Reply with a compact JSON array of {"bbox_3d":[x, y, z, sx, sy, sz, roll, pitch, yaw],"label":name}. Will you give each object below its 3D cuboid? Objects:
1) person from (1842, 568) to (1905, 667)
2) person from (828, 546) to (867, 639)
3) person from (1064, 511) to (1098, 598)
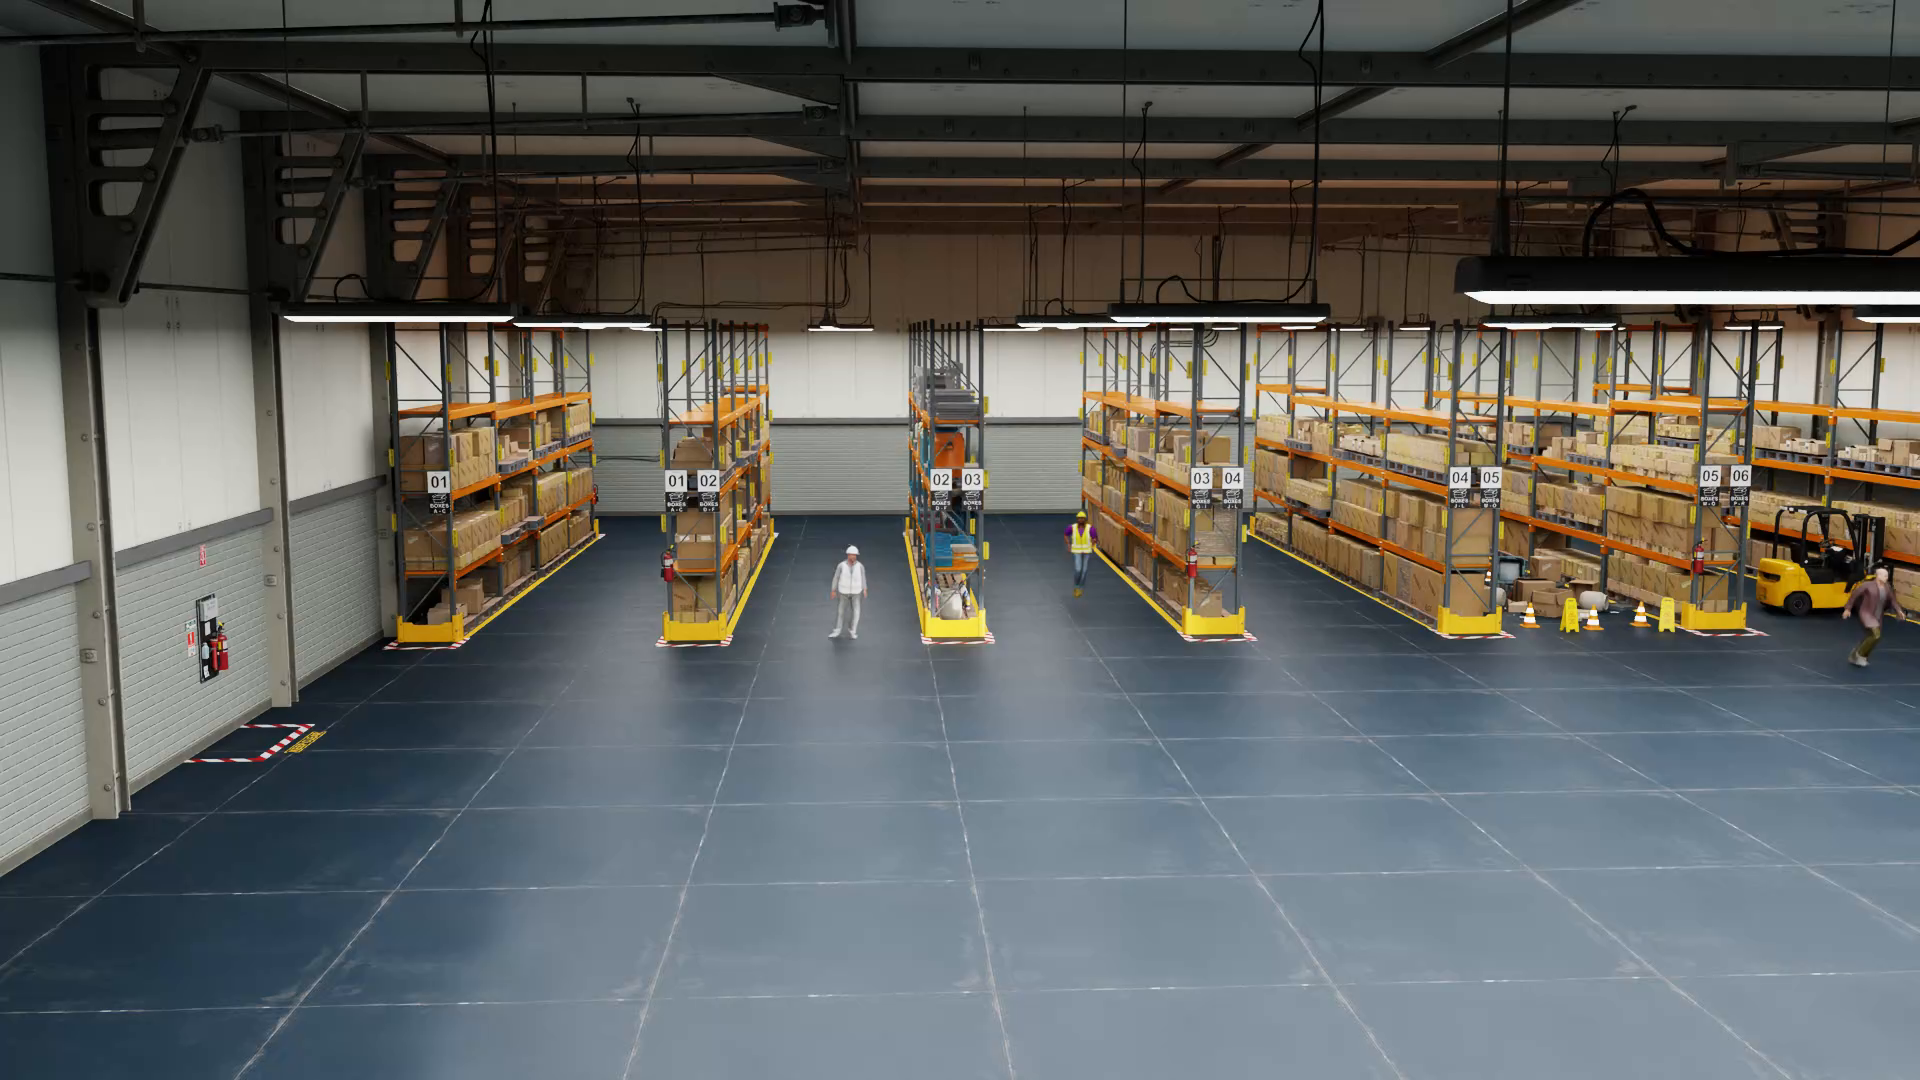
[{"bbox_3d":[15.704,1.334,28.520,0.665,1.732,0.877,-3,8,-21],"label":"person"},{"bbox_3d":[-2.136,0.993,31.461,0.732,1.752,0.455,-1,7,-11],"label":"person"},{"bbox_3d":[2.539,0.309,34.668,0.686,1.812,0.690,-1,7,-4],"label":"person"}]
